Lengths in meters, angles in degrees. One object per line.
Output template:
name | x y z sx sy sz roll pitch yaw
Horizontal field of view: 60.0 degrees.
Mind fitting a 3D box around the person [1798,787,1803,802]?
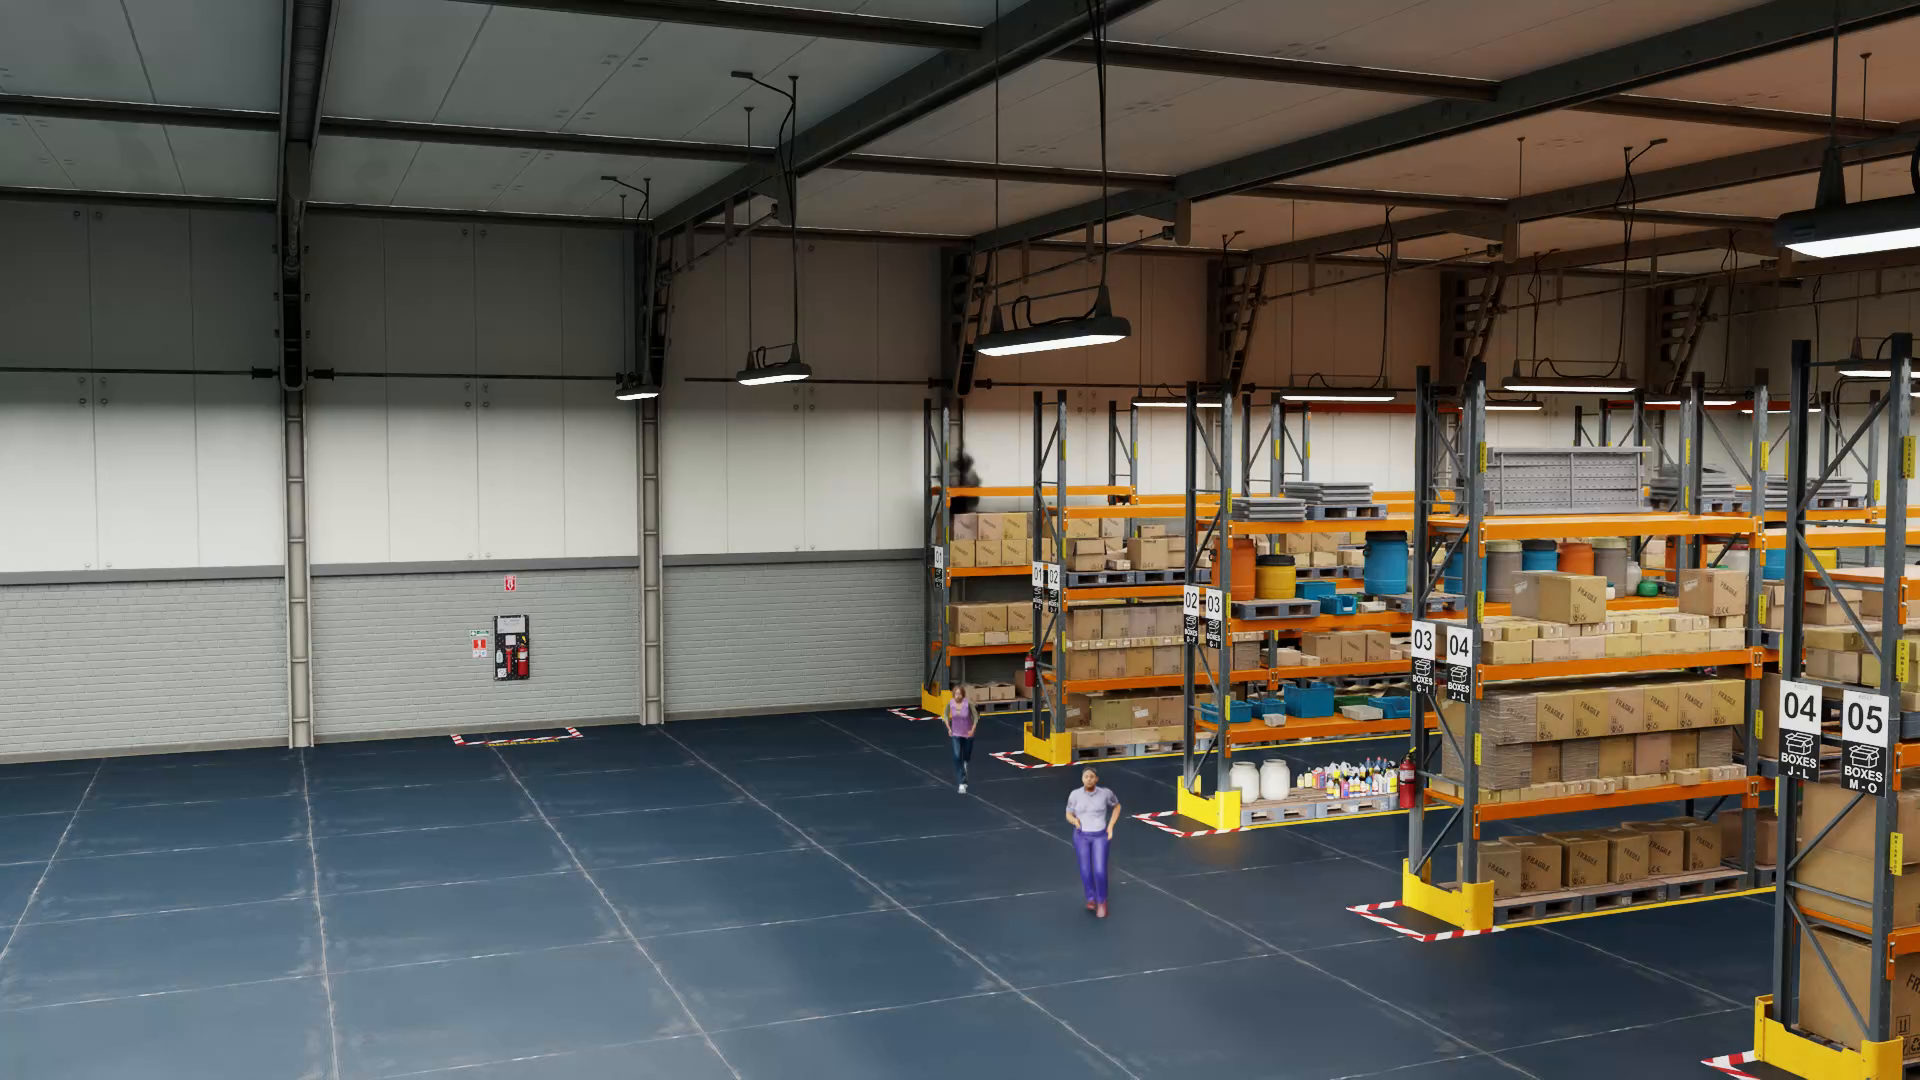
person | 11.534 2.976 22.441 0.622 1.739 0.692 -1 4 -21

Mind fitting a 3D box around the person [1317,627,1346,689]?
person | 7.128 2.413 31.804 0.770 1.831 0.678 -2 4 -35

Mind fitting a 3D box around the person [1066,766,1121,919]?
person | 1.433 3.291 18.093 0.580 1.662 0.685 1 3 13

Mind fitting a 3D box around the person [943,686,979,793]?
person | 0.016 2.936 24.885 0.538 1.586 0.894 0 3 2
